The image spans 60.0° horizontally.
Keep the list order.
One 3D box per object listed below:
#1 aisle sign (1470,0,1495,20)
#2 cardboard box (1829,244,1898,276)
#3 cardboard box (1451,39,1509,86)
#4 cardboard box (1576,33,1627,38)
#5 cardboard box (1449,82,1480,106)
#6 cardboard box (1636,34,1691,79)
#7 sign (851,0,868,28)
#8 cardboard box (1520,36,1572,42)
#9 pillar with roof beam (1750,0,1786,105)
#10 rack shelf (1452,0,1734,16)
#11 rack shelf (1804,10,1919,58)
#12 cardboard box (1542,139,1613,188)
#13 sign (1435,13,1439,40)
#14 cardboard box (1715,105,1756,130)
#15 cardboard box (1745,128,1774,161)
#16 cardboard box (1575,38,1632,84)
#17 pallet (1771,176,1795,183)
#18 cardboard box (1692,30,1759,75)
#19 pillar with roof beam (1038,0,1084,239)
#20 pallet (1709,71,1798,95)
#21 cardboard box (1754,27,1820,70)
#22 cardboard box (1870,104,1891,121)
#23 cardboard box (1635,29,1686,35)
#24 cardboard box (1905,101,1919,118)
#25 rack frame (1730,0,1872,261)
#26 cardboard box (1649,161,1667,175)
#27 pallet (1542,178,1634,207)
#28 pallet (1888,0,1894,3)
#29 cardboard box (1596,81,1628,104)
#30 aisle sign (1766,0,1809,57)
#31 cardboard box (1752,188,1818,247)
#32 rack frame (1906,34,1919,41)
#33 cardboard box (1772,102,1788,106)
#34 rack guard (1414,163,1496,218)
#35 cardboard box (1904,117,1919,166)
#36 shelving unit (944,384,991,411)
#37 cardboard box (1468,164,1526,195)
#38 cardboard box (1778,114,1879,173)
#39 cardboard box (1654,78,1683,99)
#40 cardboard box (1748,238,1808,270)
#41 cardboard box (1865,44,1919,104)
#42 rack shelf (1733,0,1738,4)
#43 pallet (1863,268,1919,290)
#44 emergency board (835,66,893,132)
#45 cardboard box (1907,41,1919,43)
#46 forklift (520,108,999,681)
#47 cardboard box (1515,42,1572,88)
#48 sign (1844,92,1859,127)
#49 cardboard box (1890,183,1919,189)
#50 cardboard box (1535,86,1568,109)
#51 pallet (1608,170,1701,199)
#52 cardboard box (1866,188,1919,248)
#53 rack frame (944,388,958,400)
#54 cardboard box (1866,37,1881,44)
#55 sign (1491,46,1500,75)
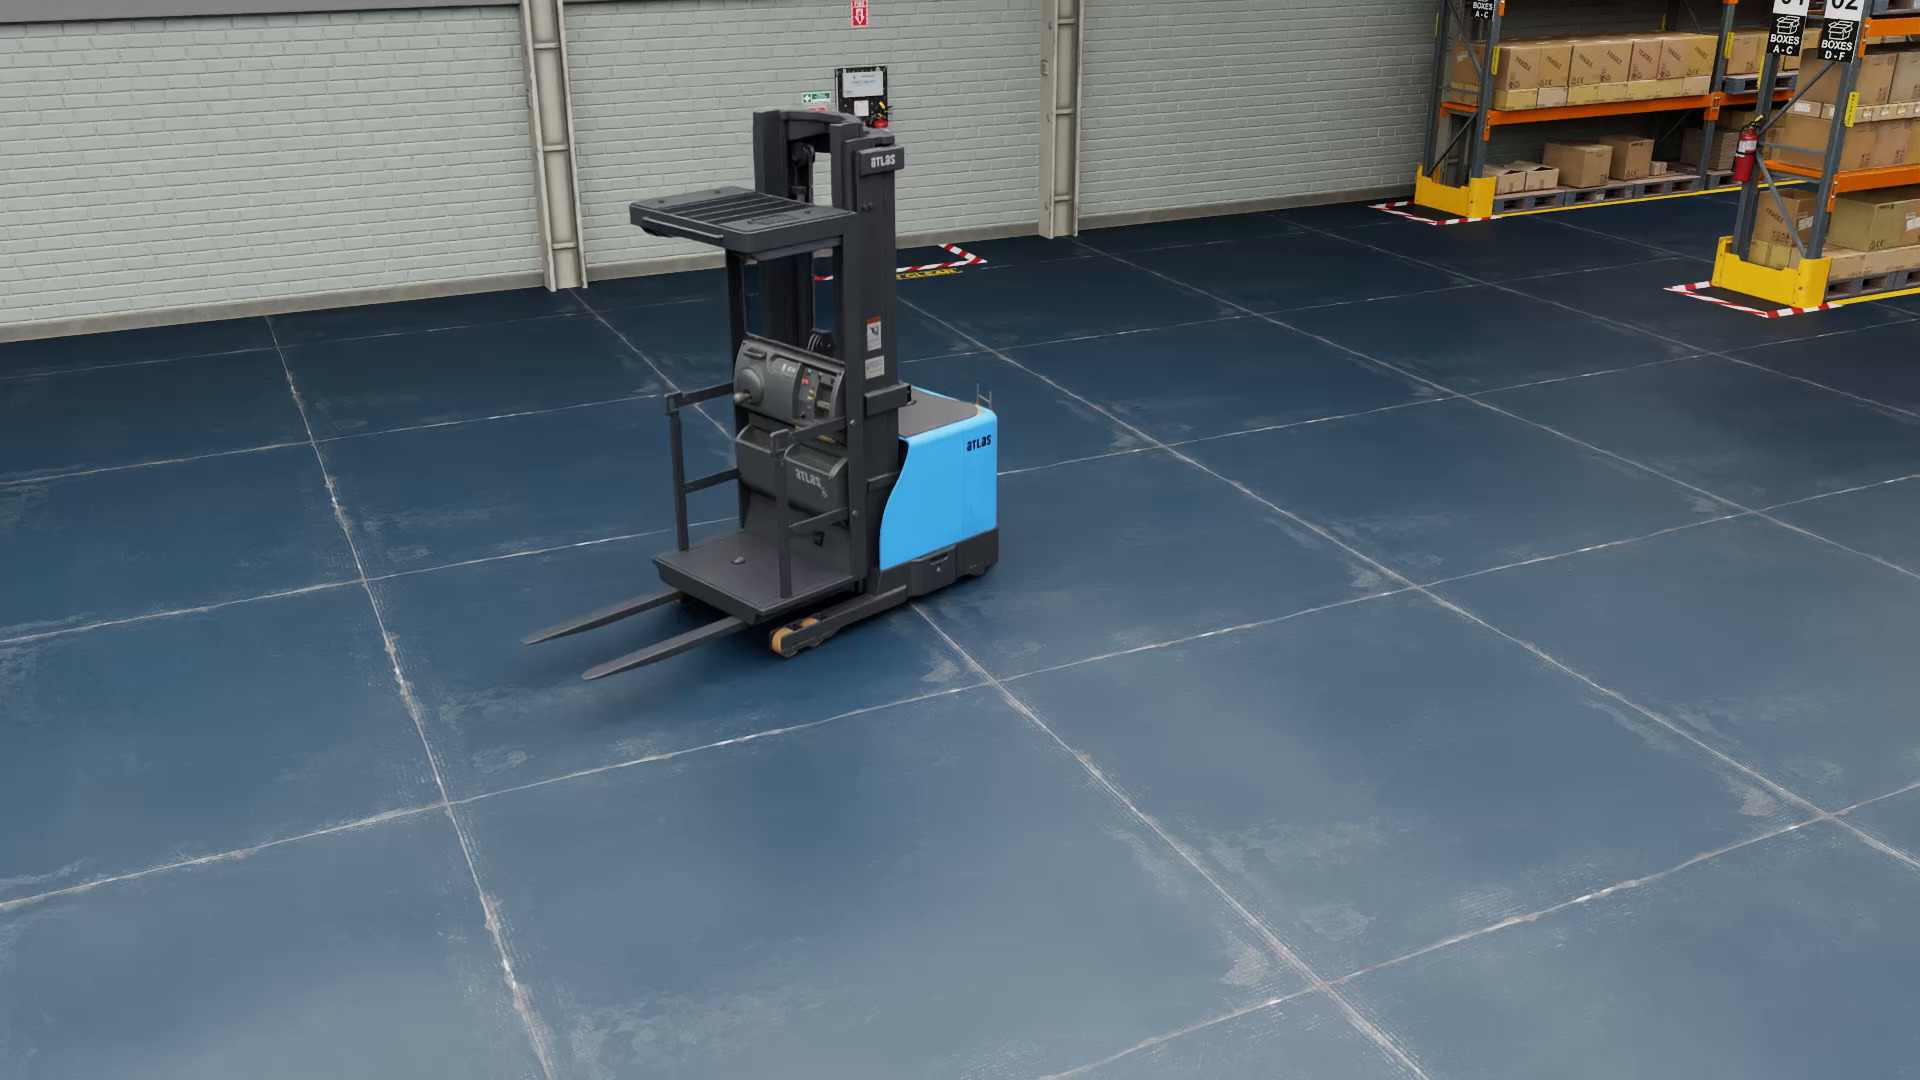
[{"bbox_3d":[6.404,-6.764,20.269,0.004,0.787,0.394,-10,25,-24],"label":"aisle sign"},{"bbox_3d":[9.519,-2.992,17.601,0.500,0.250,0.500,-10,25,-24],"label":"cardboard box"},{"bbox_3d":[6.671,-6.116,21.292,0.500,0.500,0.500,-11,25,-24],"label":"cardboard box"},{"bbox_3d":[8.509,-6.457,22.116,0.500,0.500,0.500,-10,24,-22],"label":"cardboard box"},{"bbox_3d":[6.675,-5.762,21.419,0.500,0.250,0.500,-10,25,-23],"label":"cardboard box"},{"bbox_3d":[9.203,-6.358,21.878,0.500,0.500,0.500,-11,25,-24],"label":"cardboard box"},{"bbox_3d":[-1.106,-5.804,18.319,0.199,0.298,0.001,-10,25,-24],"label":"sign"},{"bbox_3d":[7.593,-6.283,21.697,0.500,0.500,0.500,-11,25,-25],"label":"cardboard box"},{"bbox_3d":[13.867,-8.376,19.719,0.400,9.000,9.100,-10,25,-24],"label":"pillar with roof beam"},{"bbox_3d":[8.140,-7.063,21.410,4.000,0.370,1.077,-10,25,-24],"label":"rack shelf"},{"bbox_3d":[10.292,-5.357,17.288,4.000,0.370,1.077,-10,25,-24],"label":"rack shelf"},{"bbox_3d":[8.197,-5.009,22.122,0.500,0.500,0.700,-12,25,-27],"label":"cardboard box"},{"bbox_3d":[6.116,-6.554,21.233,0.005,0.325,0.100,-10,25,-24],"label":"sign"},{"bbox_3d":[10.994,-5.938,23.387,0.500,0.250,0.500,-11,25,-25],"label":"cardboard box"},{"bbox_3d":[11.042,-5.621,23.600,0.500,0.500,0.700,-11,25,-25],"label":"cardboard box"},{"bbox_3d":[8.277,-6.192,21.476,0.500,0.500,0.500,-10,24,-22],"label":"cardboard box"},{"bbox_3d":[11.744,-5.387,23.987,1.213,0.211,1.003,-10,25,-24],"label":"pallet"},{"bbox_3d":[10.416,-6.664,22.720,0.500,0.500,0.700,-10,25,-23],"label":"cardboard box"},{"bbox_3d":[3.055,-6.385,14.910,0.400,9.000,9.100,-10,25,-24],"label":"pillar with roof beam"},{"bbox_3d":[10.694,-6.329,22.870,1.213,0.211,1.003,-10,25,-24],"label":"pallet"},{"bbox_3d":[11.502,-6.874,23.228,0.500,0.500,0.700,-7,23,-16],"label":"cardboard box"},{"bbox_3d":[9.174,-4.353,16.865,0.250,0.149,0.380,-11,25,-25],"label":"cardboard box"},{"bbox_3d":[9.428,-6.622,22.515,0.500,0.500,0.500,-11,25,-25],"label":"cardboard box"},{"bbox_3d":[9.628,-4.435,17.063,0.250,0.149,0.380,-11,25,-24],"label":"cardboard box"},{"bbox_3d":[8.490,-3.971,16.922,0.127,3.000,1.000,-10,25,-24],"label":"rack frame"},{"bbox_3d":[9.474,-5.137,22.866,0.250,0.166,0.380,-14,26,-30],"label":"cardboard box"},{"bbox_3d":[8.252,-4.726,22.390,1.213,0.211,1.003,-10,25,-24],"label":"pallet"},{"bbox_3d":[10.239,-5.629,17.120,1.213,0.211,1.003,-10,25,-24],"label":"pallet"},{"bbox_3d":[8.295,-5.846,21.621,0.500,0.250,0.500,-10,25,-23],"label":"cardboard box"},{"bbox_3d":[8.304,-5.263,16.643,0.004,0.787,0.394,-10,25,-24],"label":"aisle sign"},{"bbox_3d":[8.844,-3.433,17.687,0.500,0.500,0.500,-10,25,-24],"label":"cardboard box"},{"bbox_3d":[13.547,-7.005,24.251,0.127,3.000,1.000,-10,25,-24],"label":"rack frame"},{"bbox_3d":[11.919,-6.102,23.783,0.500,0.250,0.500,-11,25,-24],"label":"cardboard box"},{"bbox_3d":[6.407,-4.536,21.554,0.348,0.500,1.175,-10,25,-24],"label":"rack guard"},{"bbox_3d":[9.837,-4.260,17.488,0.500,0.500,0.700,-10,25,-23],"label":"cardboard box"},{"bbox_3d":[0.048,-0.494,11.071,0.252,1.050,0.215,-10,25,-24],"label":"shelving unit"},{"bbox_3d":[7.001,-4.723,21.677,0.500,0.311,0.500,-14,26,-30],"label":"cardboard box"},{"bbox_3d":[8.916,-4.091,17.080,0.500,0.500,0.700,-10,25,-24],"label":"cardboard box"},{"bbox_3d":[9.195,-6.019,22.038,0.500,0.250,0.500,-10,25,-23],"label":"cardboard box"},{"bbox_3d":[8.845,-3.086,17.829,0.500,0.250,0.500,-10,25,-24],"label":"cardboard box"},{"bbox_3d":[9.436,-4.788,17.068,0.500,0.500,0.700,-11,25,-25],"label":"cardboard box"},{"bbox_3d":[11.745,-7.727,23.013,4.000,0.370,1.077,-10,25,-24],"label":"rack shelf"},{"bbox_3d":[10.259,-3.025,18.282,1.213,0.211,1.003,-10,25,-24],"label":"pallet"},{"bbox_3d":[-1.056,-4.700,18.683,0.643,1.169,0.194,-10,25,-24],"label":"emergency board"},{"bbox_3d":[10.341,-4.955,17.471,0.500,0.500,0.700,-10,25,-24],"label":"cardboard box"},{"bbox_3d":[-1.154,-0.900,9.592,3.031,2.935,1.130,-21,30,-41],"label":"forklift"},{"bbox_3d":[7.349,-6.019,21.057,0.500,0.500,0.500,-10,25,-23],"label":"cardboard box"},{"bbox_3d":[8.725,-4.216,16.277,0.005,0.325,0.100,-10,25,-24],"label":"sign"},{"bbox_3d":[10.190,-3.686,18.299,0.500,0.500,0.500,-10,25,-24],"label":"cardboard box"},{"bbox_3d":[7.377,-5.680,21.221,0.500,0.250,0.500,-11,25,-25],"label":"cardboard box"},{"bbox_3d":[9.353,-4.929,22.883,1.213,0.211,1.003,-10,25,-24],"label":"pallet"},{"bbox_3d":[9.964,-3.425,17.667,0.500,0.500,0.500,-10,25,-24],"label":"cardboard box"},{"bbox_3d":[-0.062,-0.474,11.022,0.008,1.050,0.200,-10,25,-24],"label":"rack frame"},{"bbox_3d":[12.636,-7.071,23.704,0.500,0.500,0.700,-13,26,-29],"label":"cardboard box"},{"bbox_3d":[6.574,-5.891,20.428,0.005,0.325,0.100,-10,25,-24],"label":"sign"}]
